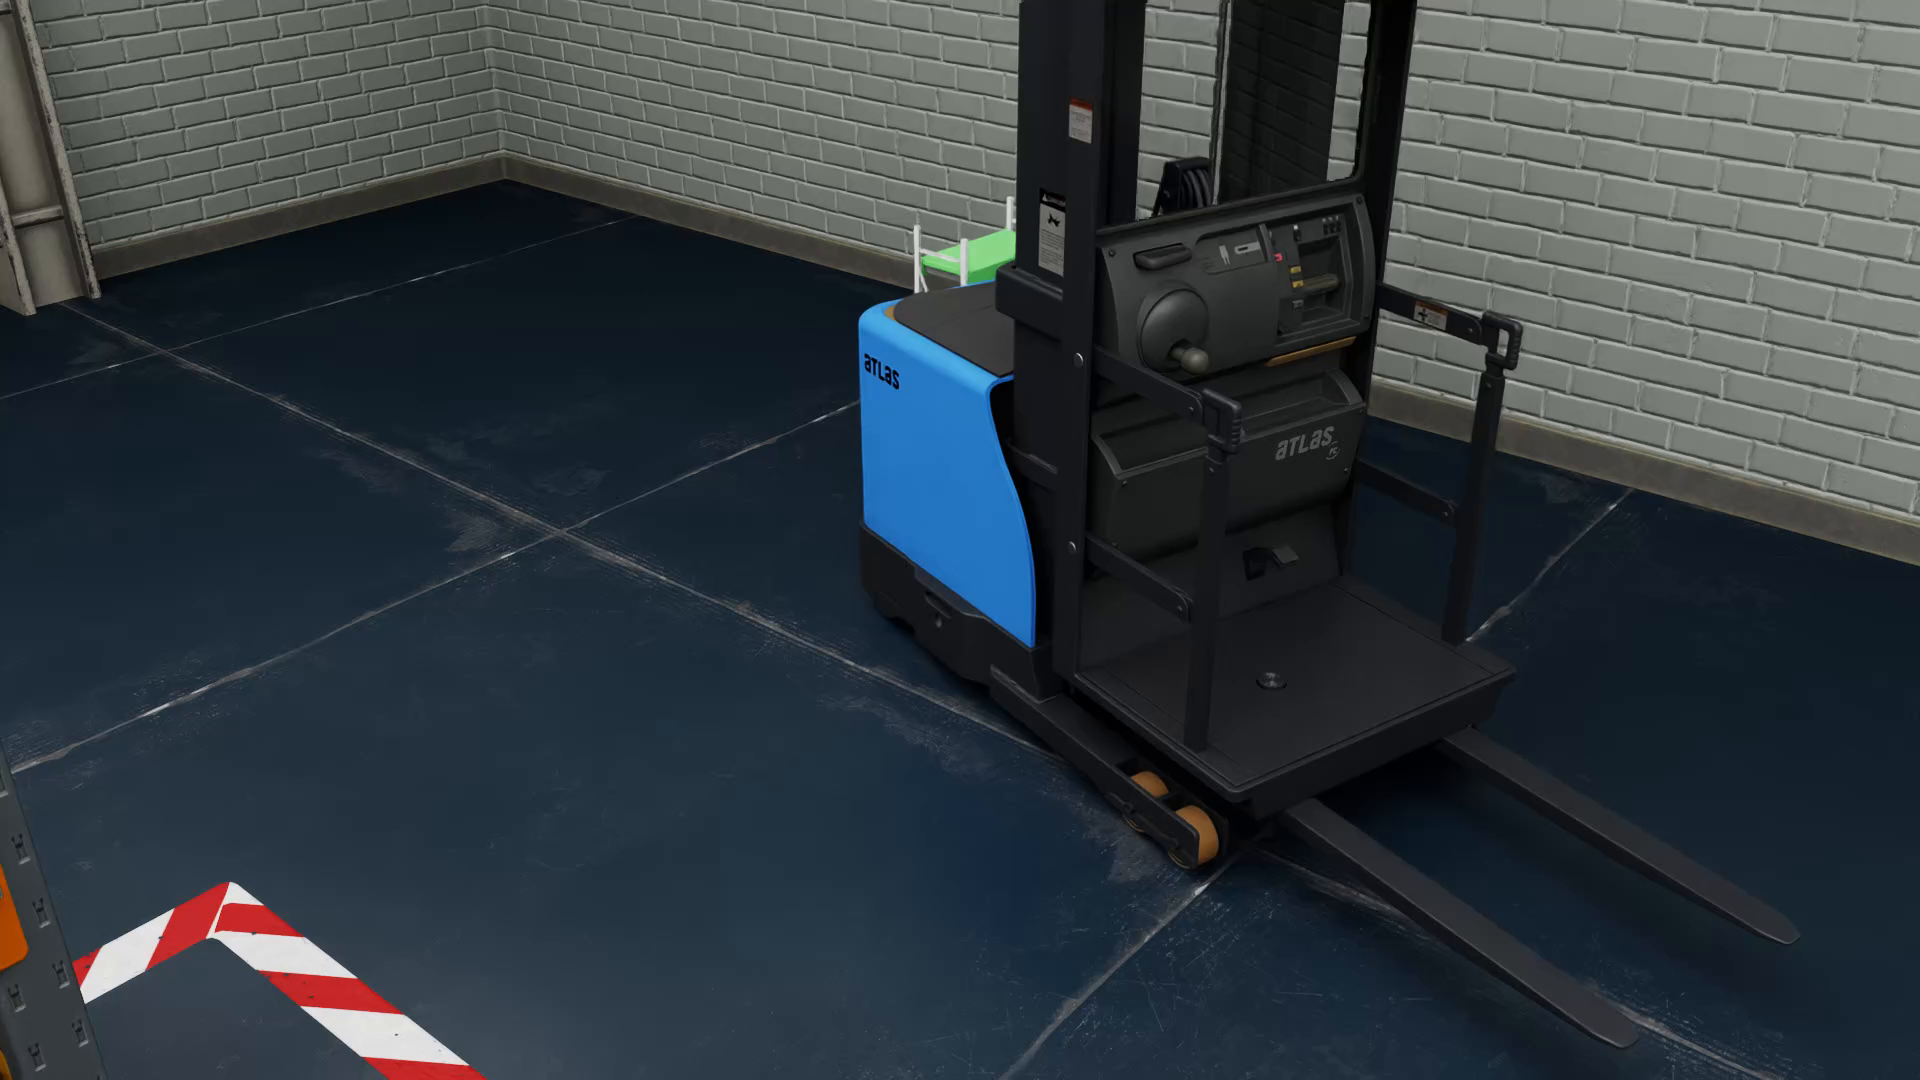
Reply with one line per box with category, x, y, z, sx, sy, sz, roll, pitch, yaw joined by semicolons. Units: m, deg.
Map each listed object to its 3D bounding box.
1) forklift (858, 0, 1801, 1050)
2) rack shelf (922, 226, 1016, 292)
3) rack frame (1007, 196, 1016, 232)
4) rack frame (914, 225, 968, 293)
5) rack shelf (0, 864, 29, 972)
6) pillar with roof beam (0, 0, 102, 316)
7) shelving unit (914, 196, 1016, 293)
forklift;0.887;-0.659;4.335;1.130;2.935;3.031;-17;32;-29
rack shelf;0.099;-0.967;5.909;0.258;0.148;0.480;23;35;37
rack frame;0.264;-0.680;6.260;0.240;1.200;0.015;23;35;37
rack frame;-0.065;-0.515;5.940;0.240;1.200;0.015;23;35;37
rack shelf;-3.239;1.098;1.646;1.077;0.370;4.000;21;34;34
pillar with roof beam;-1.420;-3.993;4.176;9.100;9.000;0.400;21;34;34
shelving unit;0.099;-0.598;6.100;0.258;1.200;0.503;23;35;37
